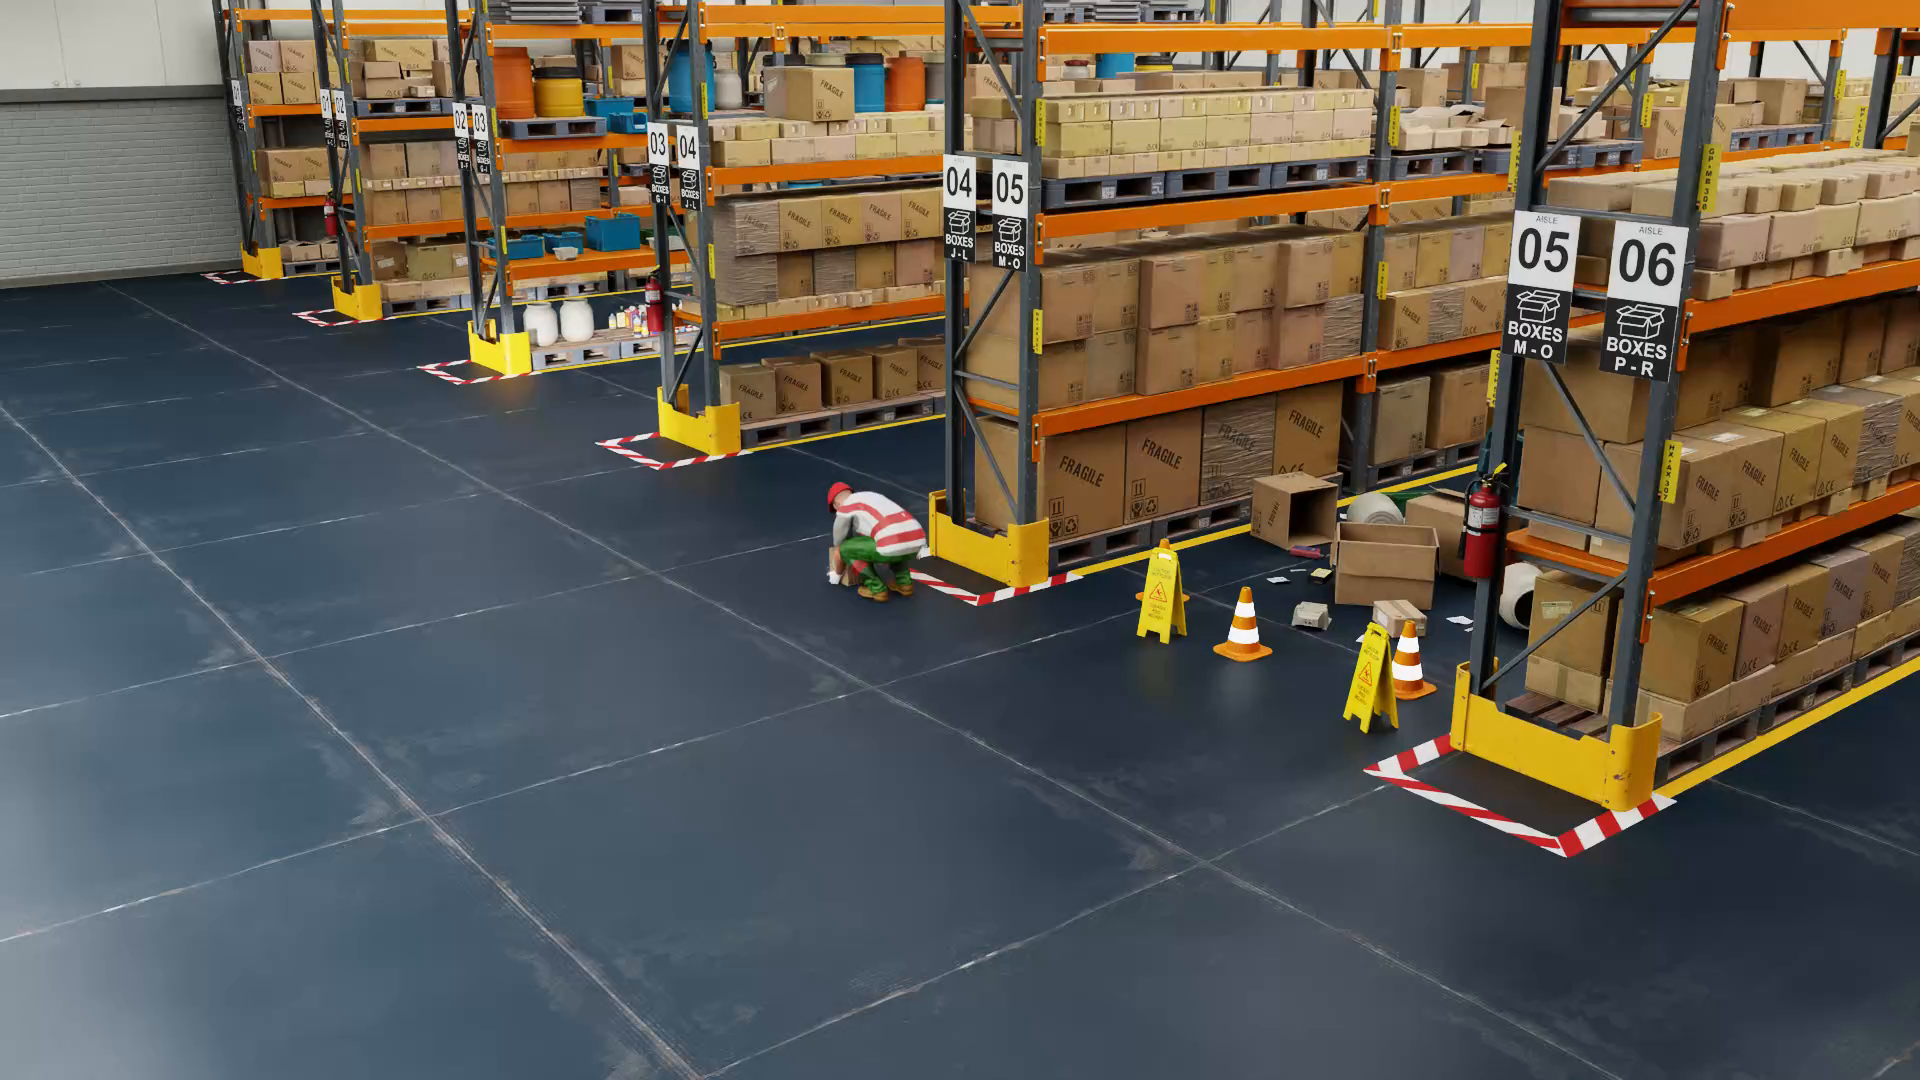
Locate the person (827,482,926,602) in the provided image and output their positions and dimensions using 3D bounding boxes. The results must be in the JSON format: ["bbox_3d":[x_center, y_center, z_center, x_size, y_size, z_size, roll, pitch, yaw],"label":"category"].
[{"bbox_3d":[-0.663,0.045,12.678,0.538,0.858,0.932,-14,22,-37],"label":"person"}]
